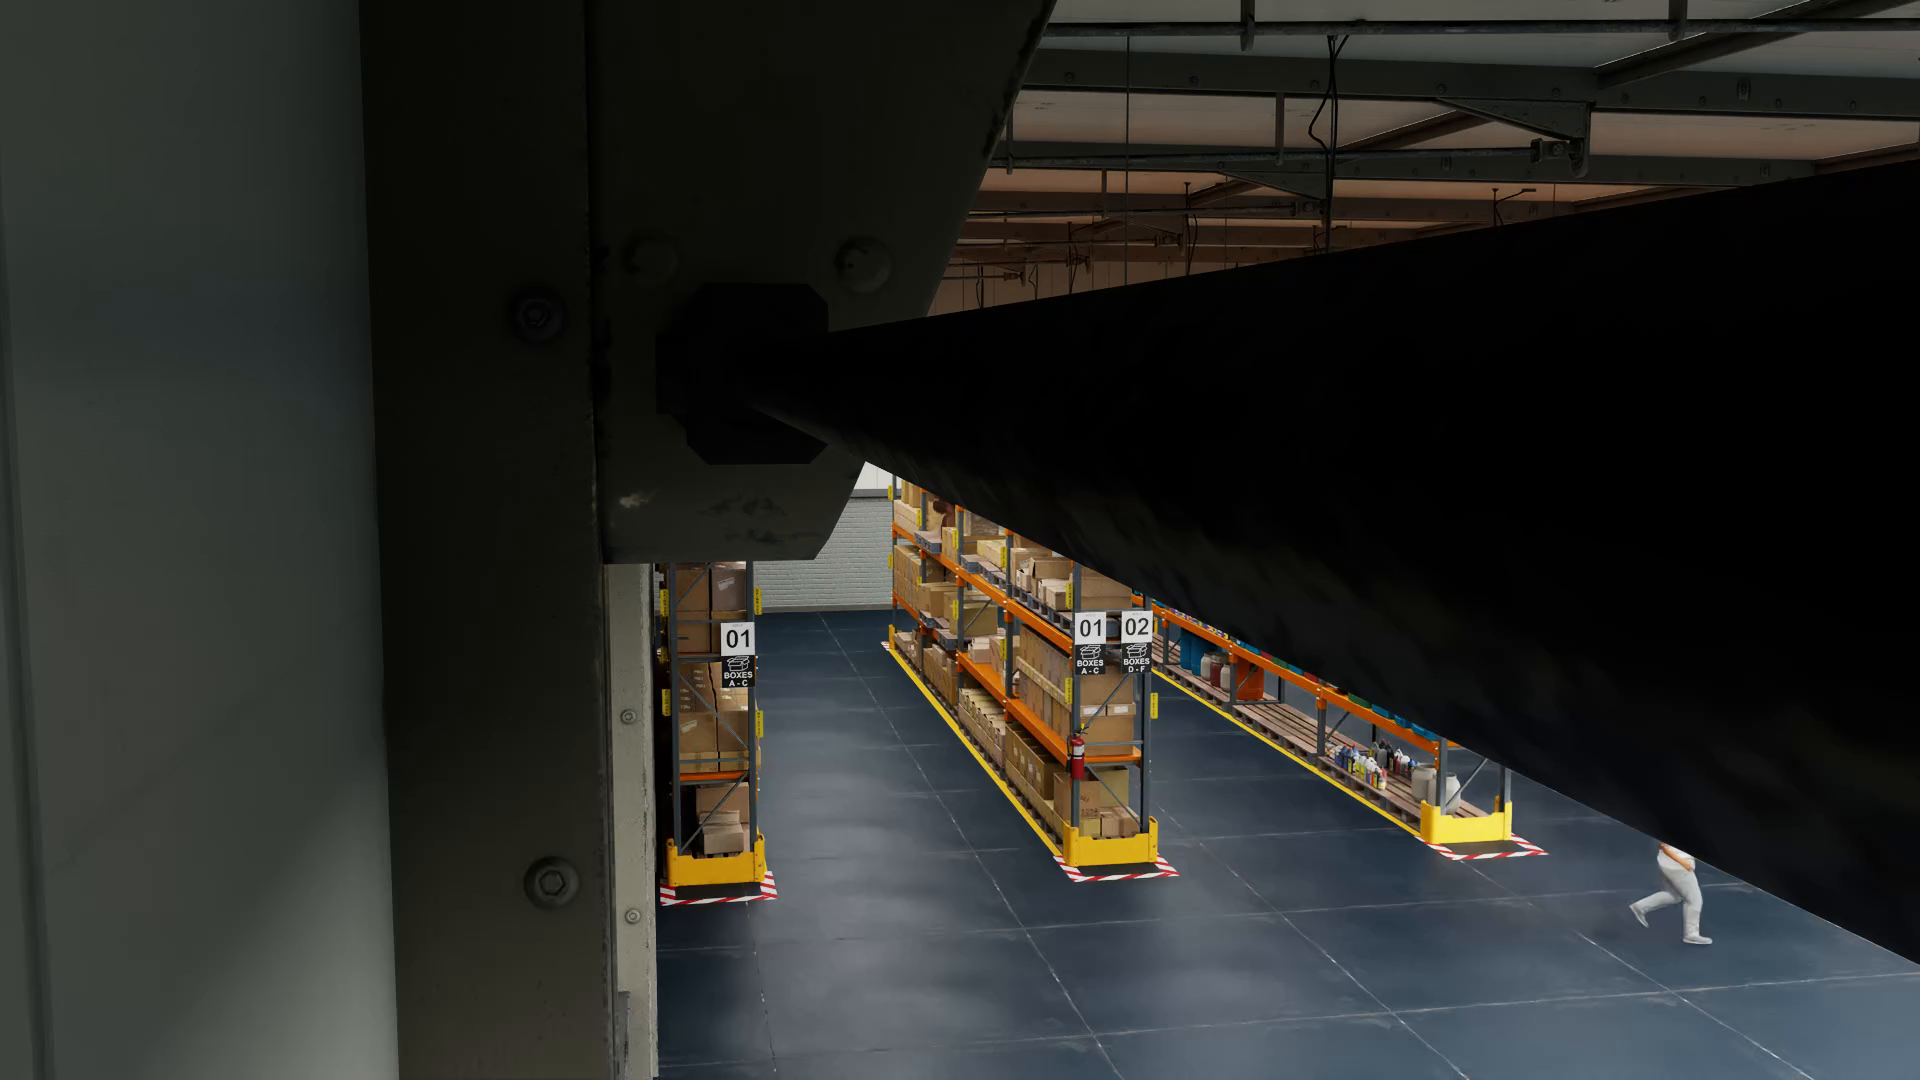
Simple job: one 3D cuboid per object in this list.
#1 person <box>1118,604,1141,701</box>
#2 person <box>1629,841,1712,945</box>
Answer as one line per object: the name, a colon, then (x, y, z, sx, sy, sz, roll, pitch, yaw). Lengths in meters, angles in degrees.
person: (3.034, 1.973, 29.776, 0.621, 1.692, 0.912, -1, 6, -13)
person: (7.770, 3.561, 18.110, 0.843, 1.635, 0.620, 2, 6, 15)
